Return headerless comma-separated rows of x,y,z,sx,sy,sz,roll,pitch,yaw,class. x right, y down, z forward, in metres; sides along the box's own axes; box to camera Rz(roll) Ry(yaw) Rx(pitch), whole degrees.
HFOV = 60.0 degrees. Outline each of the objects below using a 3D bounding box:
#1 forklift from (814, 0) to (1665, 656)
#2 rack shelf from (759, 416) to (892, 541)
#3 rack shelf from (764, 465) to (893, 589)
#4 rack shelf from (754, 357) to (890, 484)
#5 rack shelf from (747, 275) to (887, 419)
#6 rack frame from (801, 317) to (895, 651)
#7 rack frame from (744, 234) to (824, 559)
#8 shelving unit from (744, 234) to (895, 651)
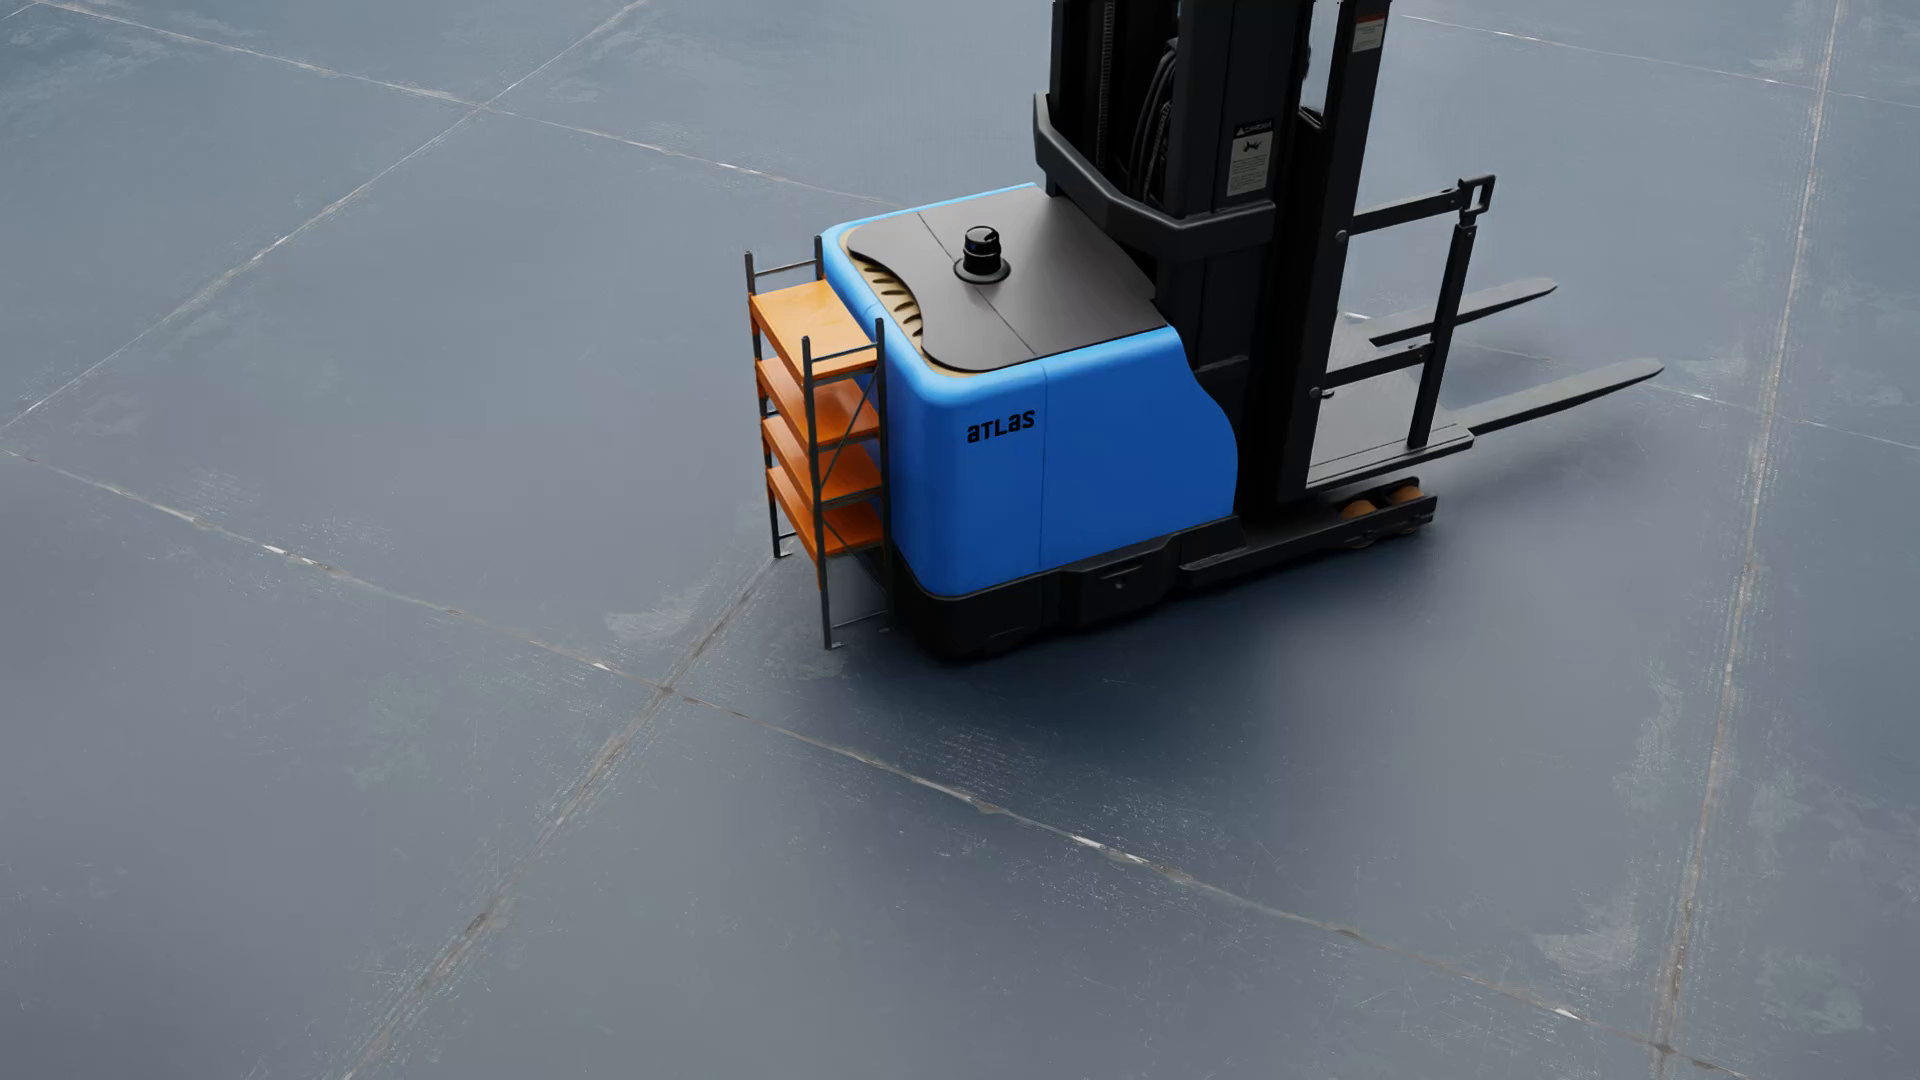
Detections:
1.088,-1.380,5.104,3.031,2.935,1.130,-16,43,-18,forklift
-0.424,-0.228,5.199,0.258,0.148,0.480,-16,44,-18,rack shelf
-0.424,-0.078,5.329,0.258,0.148,0.480,-16,44,-18,rack shelf
-0.424,-0.397,5.053,0.258,0.148,0.480,-16,44,-18,rack shelf
-0.424,-0.575,4.898,0.258,0.148,0.480,-16,44,-18,rack shelf
-0.324,-0.133,4.987,0.240,1.200,0.015,-16,44,-18,rack frame
-0.524,-0.424,5.323,0.240,1.200,0.015,-16,44,-18,rack frame
-0.424,-0.279,5.155,0.258,1.200,0.503,-16,44,-18,shelving unit
